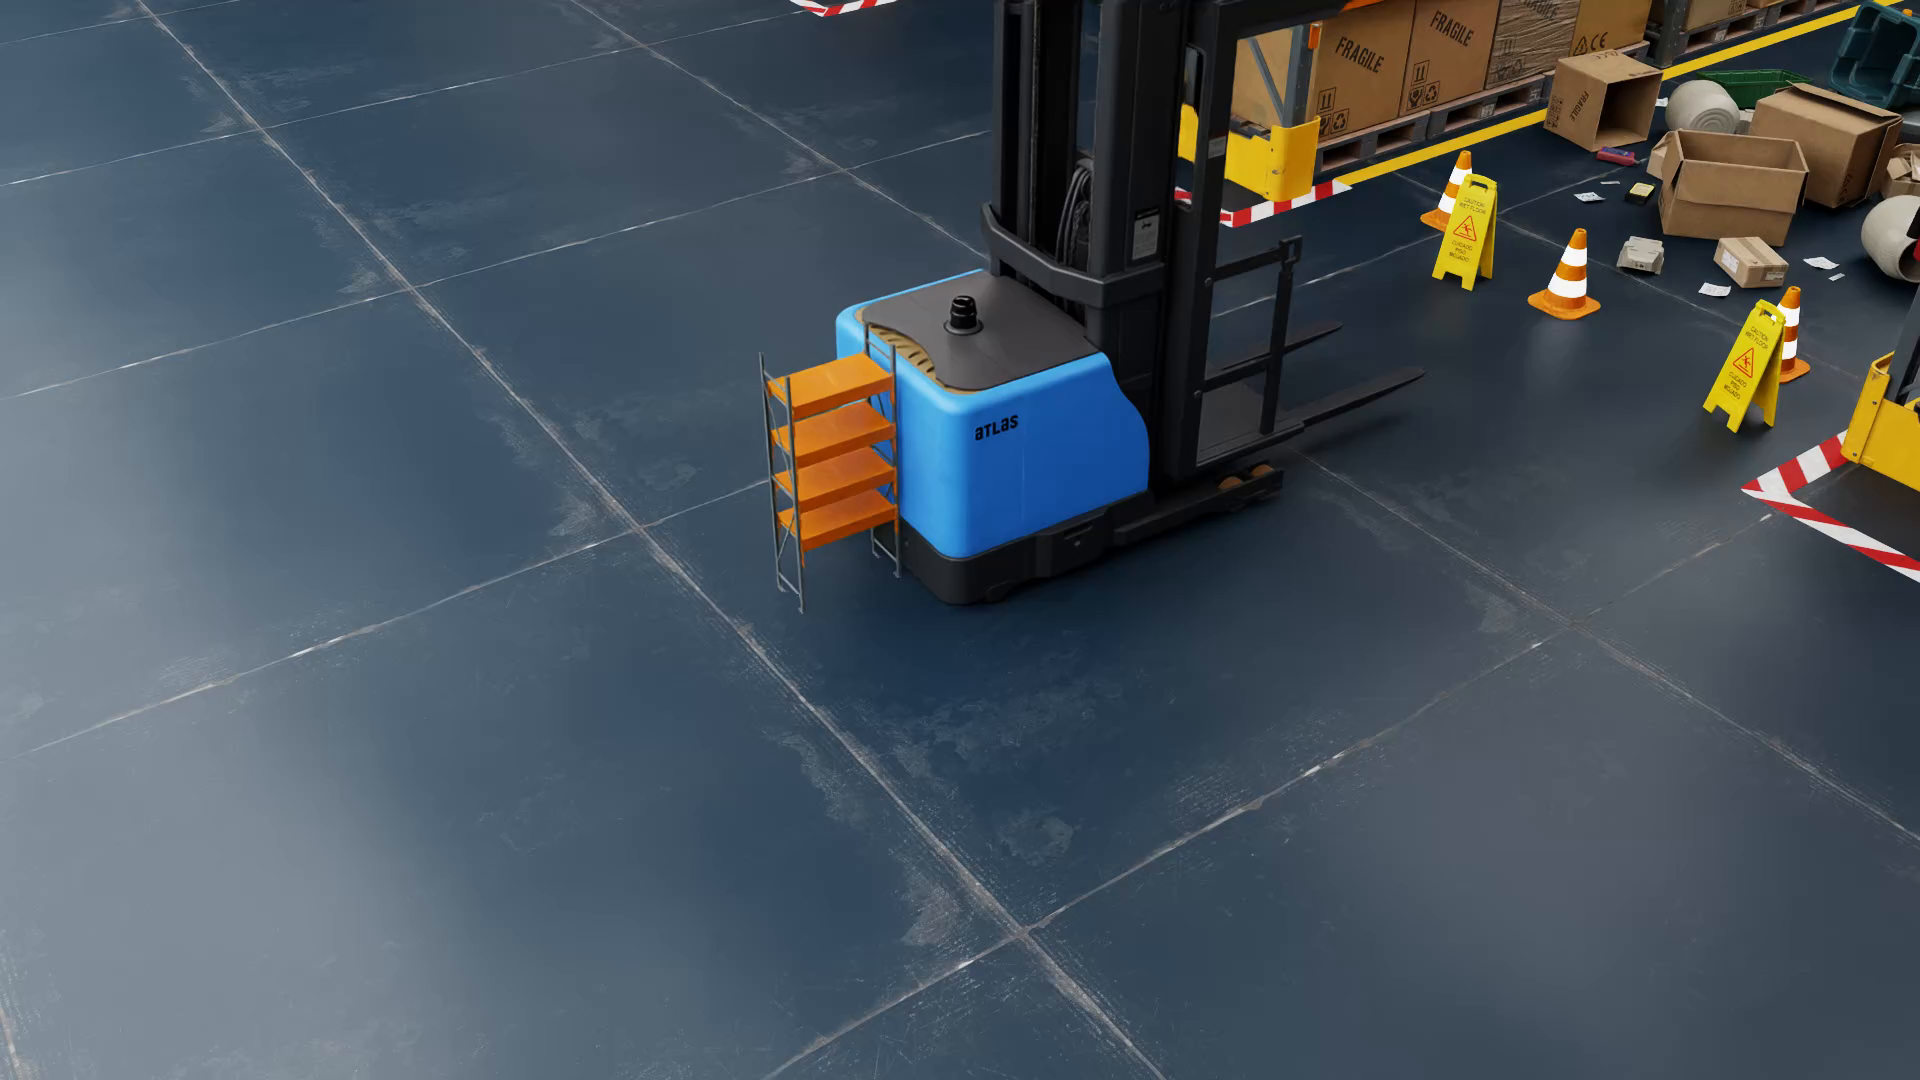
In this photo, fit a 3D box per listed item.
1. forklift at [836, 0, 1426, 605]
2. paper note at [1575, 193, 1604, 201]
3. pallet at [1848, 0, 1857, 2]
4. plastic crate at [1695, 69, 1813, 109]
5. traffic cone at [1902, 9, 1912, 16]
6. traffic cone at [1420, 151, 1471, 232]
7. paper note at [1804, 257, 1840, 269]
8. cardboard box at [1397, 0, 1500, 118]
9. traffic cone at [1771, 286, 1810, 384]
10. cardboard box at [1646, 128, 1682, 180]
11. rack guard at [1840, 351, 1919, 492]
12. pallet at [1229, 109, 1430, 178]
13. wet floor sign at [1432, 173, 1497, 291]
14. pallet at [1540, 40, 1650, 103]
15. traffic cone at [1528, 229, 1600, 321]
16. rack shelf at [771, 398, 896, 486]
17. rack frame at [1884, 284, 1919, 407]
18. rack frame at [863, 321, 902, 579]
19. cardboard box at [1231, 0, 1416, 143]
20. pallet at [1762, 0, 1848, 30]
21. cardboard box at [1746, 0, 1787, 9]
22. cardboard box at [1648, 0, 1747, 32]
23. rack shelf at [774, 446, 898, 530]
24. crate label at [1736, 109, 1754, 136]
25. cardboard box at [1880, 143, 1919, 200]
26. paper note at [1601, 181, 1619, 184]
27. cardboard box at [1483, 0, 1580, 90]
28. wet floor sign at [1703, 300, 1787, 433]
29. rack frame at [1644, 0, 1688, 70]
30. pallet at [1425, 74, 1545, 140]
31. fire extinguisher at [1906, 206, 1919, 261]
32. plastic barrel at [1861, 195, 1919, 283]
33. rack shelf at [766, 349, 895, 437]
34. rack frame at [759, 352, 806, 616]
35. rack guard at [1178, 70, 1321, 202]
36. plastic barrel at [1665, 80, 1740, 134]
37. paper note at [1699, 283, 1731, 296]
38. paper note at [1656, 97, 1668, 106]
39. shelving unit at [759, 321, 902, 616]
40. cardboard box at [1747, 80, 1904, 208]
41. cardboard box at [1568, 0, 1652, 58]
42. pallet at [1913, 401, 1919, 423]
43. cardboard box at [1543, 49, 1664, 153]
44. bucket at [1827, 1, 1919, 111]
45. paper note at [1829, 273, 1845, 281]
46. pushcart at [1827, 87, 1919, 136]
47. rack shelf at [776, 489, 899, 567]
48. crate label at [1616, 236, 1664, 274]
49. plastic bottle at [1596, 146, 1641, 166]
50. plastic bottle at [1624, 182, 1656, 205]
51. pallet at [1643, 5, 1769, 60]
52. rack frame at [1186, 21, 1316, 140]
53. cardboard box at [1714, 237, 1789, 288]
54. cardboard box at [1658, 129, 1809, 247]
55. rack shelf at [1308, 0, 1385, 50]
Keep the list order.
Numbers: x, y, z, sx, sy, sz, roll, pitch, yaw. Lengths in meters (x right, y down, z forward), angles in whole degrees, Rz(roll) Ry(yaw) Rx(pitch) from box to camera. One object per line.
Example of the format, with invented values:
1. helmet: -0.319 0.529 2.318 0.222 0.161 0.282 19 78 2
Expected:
1. forklift: 0.954 -1.562 7.412 3.031 2.935 1.130 -21 41 -26
2. paper note: 4.105 -2.236 10.835 0.142 0.017 0.144 -9 37 -12
3. pallet: 7.730 -5.069 14.617 1.213 0.211 1.003 -22 41 -28
4. plastic crate: 5.761 -3.283 12.104 0.662 0.188 0.450 -3 26 -4
5. traffic cone: 7.115 -3.785 12.617 0.334 0.463 0.336 -22 41 -28
6. traffic cone: 3.131 -2.210 10.427 0.334 0.463 0.336 -22 41 -28
7. paper note: 5.220 -1.683 10.073 0.142 0.019 0.148 -9 37 -12
8. cardboard box: 3.113 -3.604 11.652 0.875 0.875 0.875 -23 42 -29
9. traffic cone: 4.422 -1.141 8.940 0.334 0.463 0.336 -22 41 -28
10. cardboard box: 4.805 -2.518 11.023 0.258 0.266 0.396 -15 38 -20
11. rack guard: 4.875 -0.421 7.908 0.348 0.500 1.175 -22 41 -28
12. pallet: 2.488 -2.913 11.620 1.213 0.211 1.003 -22 41 -28
13. wet floor sign: 2.996 -1.829 9.740 0.267 0.644 0.232 30 45 35
14. pallet: 4.482 -3.734 12.761 1.213 0.211 1.003 -22 41 -28
15. traffic cone: 3.504 -1.557 9.518 0.334 0.463 0.336 -22 41 -28
16. rack shelf: -0.540 -0.421 7.040 0.480 0.148 0.258 -21 41 -26
17. rack frame: 4.813 -1.411 7.142 0.127 3.000 1.000 -22 41 -28
18. rack frame: -0.335 -0.371 7.239 0.015 1.200 0.240 -21 41 -26
19. cardboard box: 2.395 -3.307 11.239 0.875 0.875 0.875 -22 41 -28
20. pallet: 6.734 -4.661 14.050 1.213 0.211 1.003 -22 41 -28
21. cardboard box: 6.395 -4.916 13.584 0.750 0.750 1.050 -22 41 -28
22. cardboard box: 5.604 -4.594 13.135 0.750 0.750 1.050 -23 41 -28
23. rack shelf: -0.540 -0.240 7.171 0.480 0.148 0.258 -21 41 -26
24. crate label: 5.525 -2.933 11.711 0.298 0.136 0.250 9 37 12
25. cardboard box: 6.181 -2.397 10.855 0.258 0.266 0.396 9 37 12
26. paper note: 4.317 -2.372 11.039 0.123 0.001 0.032 -3 36 -4
27. cardboard box: 3.860 -3.909 12.077 0.875 0.875 0.875 -22 41 -28
28. wet floor sign: 4.042 -0.902 8.451 0.232 0.644 0.267 -9 37 -12
29. rack frame: 5.149 -5.085 12.251 0.127 3.000 1.000 -22 41 -28
30. pallet: 3.484 -3.321 12.187 1.213 0.211 1.003 -22 41 -28
31. fire extinguisher: 4.454 -1.561 7.417 0.183 0.674 0.296 -22 41 -28
32. plastic barrel: 5.630 -1.782 9.865 0.421 0.421 0.512 3 36 4
33. rack shelf: -0.540 -0.613 6.902 0.480 0.148 0.258 -21 41 -26
34. rack frame: -0.745 -0.217 7.024 0.015 1.200 0.240 -21 41 -26
35. rack guard: 1.860 -2.716 11.099 0.348 0.500 1.175 -22 41 -28
36. plastic barrel: 5.105 -2.925 11.454 0.421 0.421 0.512 3 36 4
37. paper note: 4.439 -1.473 9.772 0.148 0.019 0.142 22 41 28
38. paper note: 5.121 -3.221 12.202 0.147 0.020 0.142 9 37 12
39. shelving unit: -0.540 -0.294 7.131 0.503 1.200 0.258 -21 41 -26
40. cardboard box: 5.550 -2.570 10.776 0.503 0.637 0.797 -22 41 -28
41. cardboard box: 4.594 -4.214 12.501 0.875 0.875 0.875 -22 41 -27
42. pallet: 5.560 -0.561 8.349 1.213 0.211 1.003 -22 41 -28
43. cardboard box: 4.471 -3.059 11.573 0.500 0.500 0.500 -15 38 -20
44. bucket: 6.366 -3.227 11.169 0.620 0.611 0.726 -1 34 -18
45. paper note: 5.235 -1.571 9.925 0.123 0.001 0.032 -22 41 -28
46. pushcart: 6.729 -2.763 11.268 1.648 0.377 0.936 22 41 28
47. rack shelf: -0.540 -0.078 7.287 0.480 0.148 0.258 -21 41 -26
48. crate label: 4.111 -1.718 10.022 0.250 0.136 0.298 15 38 20
49. plastic bottle: 4.497 -2.607 11.322 0.283 0.061 0.133 22 41 28
50. plastic bottle: 4.451 -2.275 10.860 0.133 0.061 0.283 22 41 28
51. pallet: 5.736 -4.248 13.476 1.213 0.211 1.003 -22 41 -28
52. rack frame: 1.879 -3.739 10.380 0.127 3.000 1.000 -22 41 -28
53. cardboard box: 4.720 -1.658 9.928 0.250 0.149 0.380 -3 36 -4
54. cardboard box: 4.791 -2.196 10.373 0.797 0.503 0.637 9 37 12
55. rack shelf: 3.514 -4.120 11.525 4.000 0.370 1.077 -22 41 -28
